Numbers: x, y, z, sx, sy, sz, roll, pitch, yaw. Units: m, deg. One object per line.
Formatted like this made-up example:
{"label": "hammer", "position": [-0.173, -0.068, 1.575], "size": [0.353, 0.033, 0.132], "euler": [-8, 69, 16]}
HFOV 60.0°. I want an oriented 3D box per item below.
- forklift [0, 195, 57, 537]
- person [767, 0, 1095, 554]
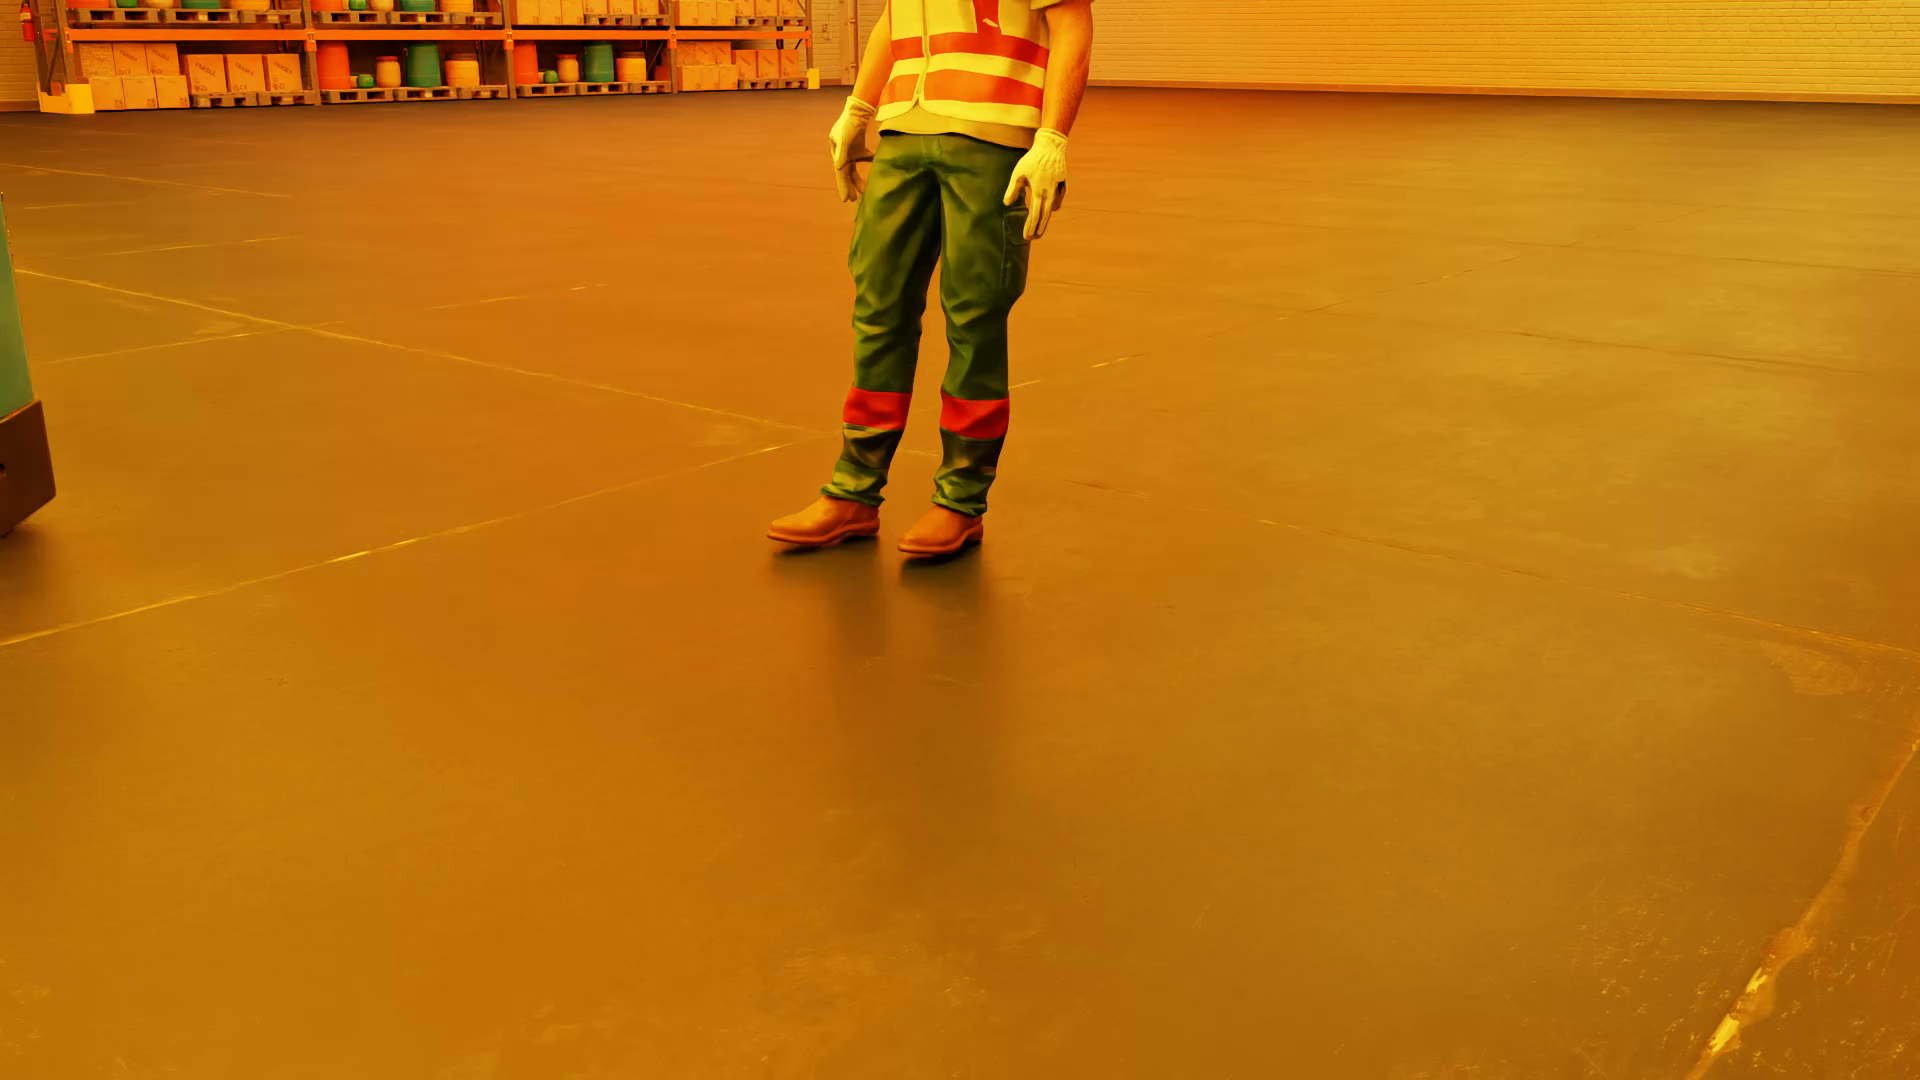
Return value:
{"label": "forklift", "position": [-3.626, -1.247, 3.005], "size": [3.031, 2.935, 1.130], "euler": [-3, 17, -8]}
{"label": "person", "position": [-0.060, -0.847, 3.628], "size": [0.638, 1.787, 0.564], "euler": [13, 21, 37]}
